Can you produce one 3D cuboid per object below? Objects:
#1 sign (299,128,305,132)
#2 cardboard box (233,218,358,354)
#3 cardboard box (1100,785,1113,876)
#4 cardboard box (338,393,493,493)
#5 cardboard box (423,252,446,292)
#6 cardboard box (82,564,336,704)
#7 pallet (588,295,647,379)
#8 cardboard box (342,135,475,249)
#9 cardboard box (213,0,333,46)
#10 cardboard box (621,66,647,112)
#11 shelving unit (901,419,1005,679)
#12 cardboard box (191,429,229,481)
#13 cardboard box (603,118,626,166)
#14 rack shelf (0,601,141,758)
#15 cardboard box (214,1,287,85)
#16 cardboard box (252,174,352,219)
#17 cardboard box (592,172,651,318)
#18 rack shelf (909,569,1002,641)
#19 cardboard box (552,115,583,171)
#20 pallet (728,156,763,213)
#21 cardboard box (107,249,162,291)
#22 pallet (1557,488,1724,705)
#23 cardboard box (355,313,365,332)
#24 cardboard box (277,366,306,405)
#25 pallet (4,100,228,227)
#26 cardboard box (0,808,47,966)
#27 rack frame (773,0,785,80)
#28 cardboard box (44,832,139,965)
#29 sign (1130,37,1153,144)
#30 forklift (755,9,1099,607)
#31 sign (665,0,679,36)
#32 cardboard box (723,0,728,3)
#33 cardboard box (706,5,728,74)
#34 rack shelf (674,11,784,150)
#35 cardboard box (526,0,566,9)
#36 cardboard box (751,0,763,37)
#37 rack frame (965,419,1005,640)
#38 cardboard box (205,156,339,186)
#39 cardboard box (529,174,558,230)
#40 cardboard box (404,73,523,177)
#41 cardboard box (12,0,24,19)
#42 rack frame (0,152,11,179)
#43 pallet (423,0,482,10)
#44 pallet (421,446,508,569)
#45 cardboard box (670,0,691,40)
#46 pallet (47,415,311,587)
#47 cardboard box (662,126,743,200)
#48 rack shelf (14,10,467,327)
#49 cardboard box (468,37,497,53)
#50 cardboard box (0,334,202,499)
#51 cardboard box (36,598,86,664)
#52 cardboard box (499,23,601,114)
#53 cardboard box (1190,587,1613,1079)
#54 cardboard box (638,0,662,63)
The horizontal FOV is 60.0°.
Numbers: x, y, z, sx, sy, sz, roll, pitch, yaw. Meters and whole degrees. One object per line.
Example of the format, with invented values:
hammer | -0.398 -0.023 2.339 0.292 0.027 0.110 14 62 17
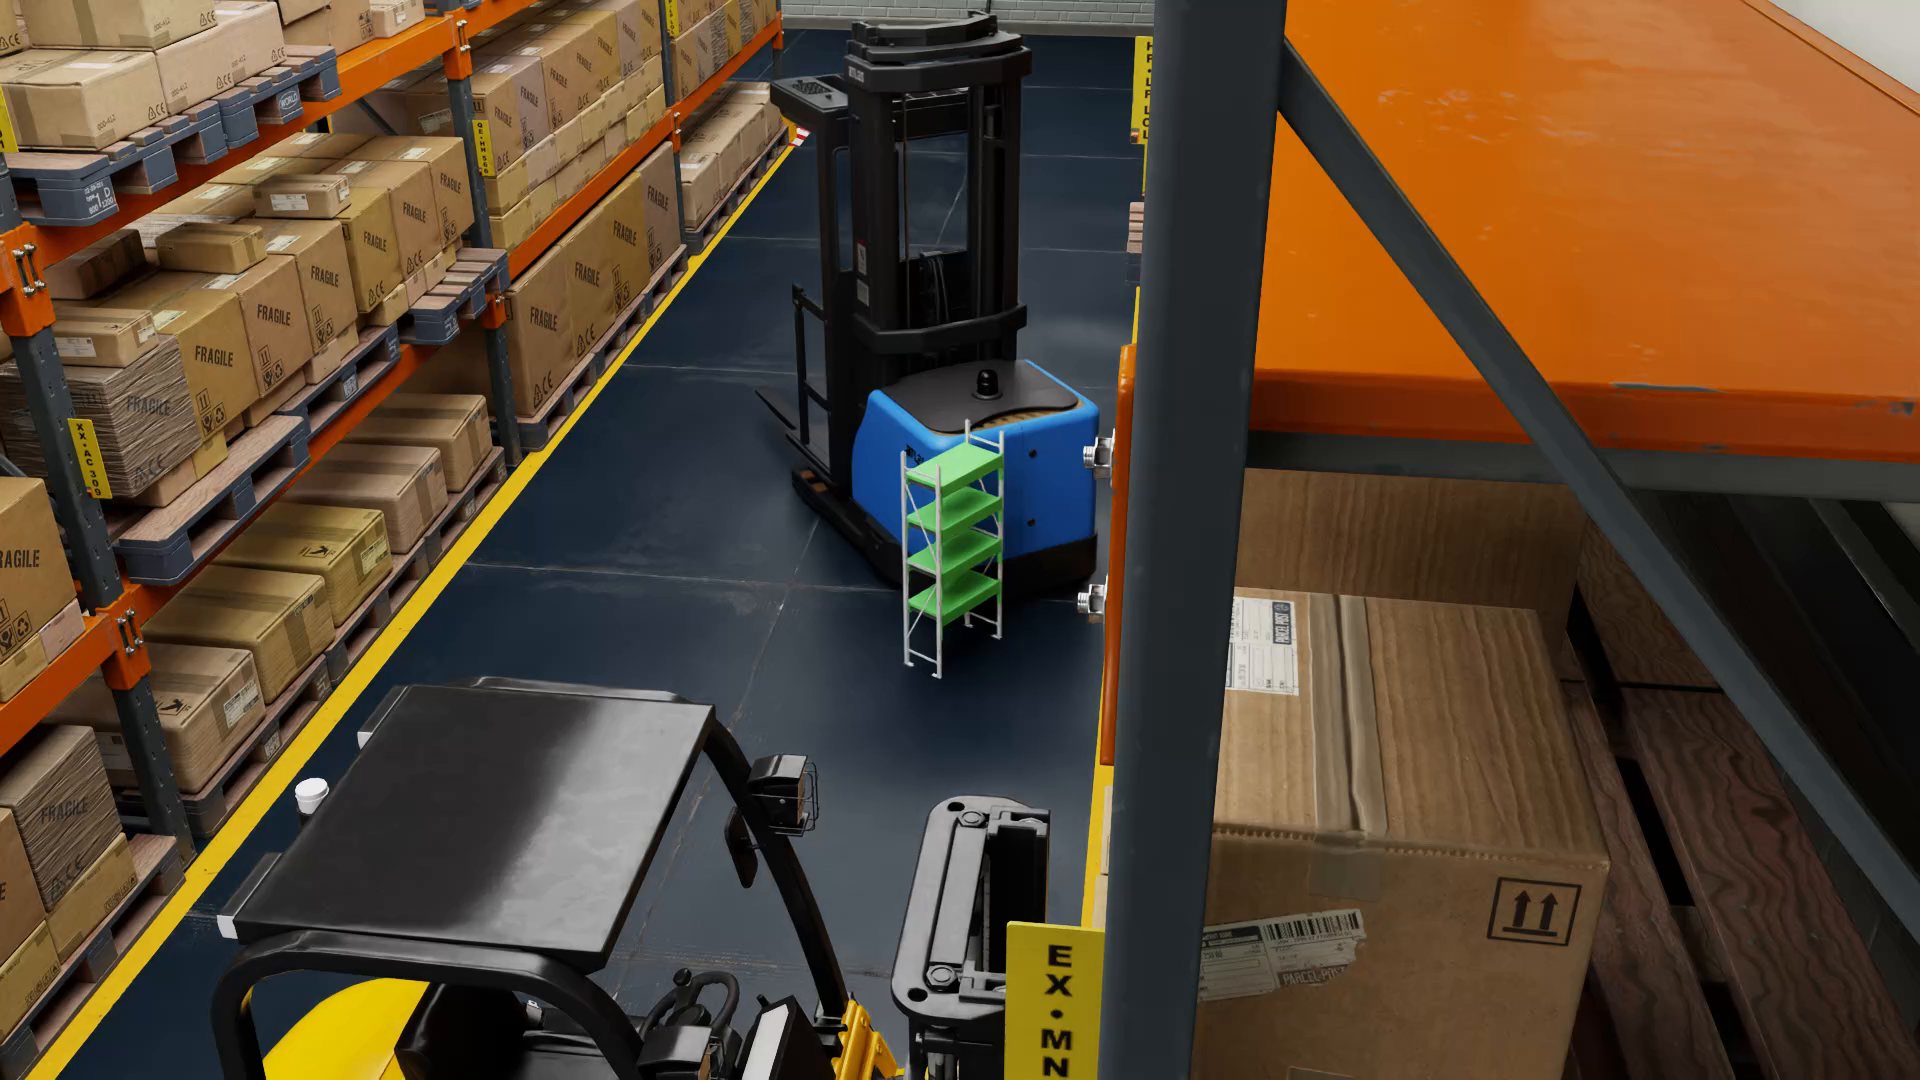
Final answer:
sign | -3.867 -2.374 9.772 0.100 0.325 0.005 3 28 6
cardboard box | -3.277 -1.224 7.998 0.500 0.500 0.500 2 28 4
cardboard box | 0.750 1.131 5.889 0.500 0.250 0.500 3 28 5
cardboard box | -3.395 -0.596 10.021 0.950 0.372 0.625 1 28 3
cardboard box | -3.070 -1.488 9.171 0.380 0.149 0.250 3 28 6
cardboard box | -3.659 0.436 8.106 0.950 0.372 0.625 5 29 9
pallet | -2.992 -1.545 12.395 1.003 0.211 1.213 3 28 6
cardboard box | -3.096 -1.963 9.369 0.500 0.500 0.500 3 28 5
cardboard box | -3.474 -2.479 7.918 0.797 0.503 0.637 3 28 6
cardboard box | -2.692 -3.413 12.553 0.500 0.250 0.500 4 29 7
shelving unit | -0.032 0.049 8.394 0.258 1.200 0.503 21 35 34
cardboard box | -3.385 -0.383 7.121 0.380 0.149 0.250 4 29 7
cardboard box | -2.775 -2.948 12.218 0.500 0.250 0.500 3 28 5
rack shelf | -4.051 1.308 4.918 1.077 0.370 4.000 3 28 6
cardboard box | -3.236 -2.118 7.072 0.500 0.250 0.500 3 28 6
cardboard box | -3.236 -1.692 8.182 0.380 0.149 0.250 2 28 4
cardboard box | -2.925 -2.243 12.549 0.875 0.875 0.875 4 29 8
rack shelf | -0.032 0.317 8.538 0.258 0.148 0.480 21 35 34
cardboard box | -2.871 -2.688 11.209 0.500 0.250 0.500 3 28 6
pallet | -2.508 -3.418 15.871 1.003 0.211 1.213 3 28 6
cardboard box | -3.848 -1.017 7.613 0.500 0.500 0.500 4 29 8
pallet | 0.890 0.031 3.461 1.003 0.211 1.213 3 28 6
cardboard box | -3.284 -1.128 8.504 0.380 0.149 0.250 4 29 7
cardboard box | -3.321 -0.756 7.813 0.380 0.149 0.250 4 29 7
pallet | -3.625 -1.472 6.356 1.213 0.211 1.003 3 28 6
cardboard box | -3.673 1.279 5.879 0.500 0.500 0.500 4 29 7
rack frame | -2.336 -5.599 16.980 1.000 3.000 0.127 3 28 6
cardboard box | -3.612 1.369 6.502 0.500 0.250 0.500 5 29 9
sign | 0.581 -1.377 5.104 0.100 0.325 0.005 3 28 6
forklift | -0.378 -1.563 9.562 1.130 2.935 3.031 -14 31 -24
sign | -2.286 -4.164 13.179 0.100 0.325 0.005 3 28 6
cardboard box | -2.321 -5.125 14.941 0.500 0.500 0.500 3 28 6
cardboard box | -2.375 -4.436 14.716 0.500 0.500 0.500 4 29 7
rack shelf | -2.581 -4.341 15.403 1.077 0.370 4.000 3 28 6
cardboard box | -3.200 -3.769 12.423 0.500 0.500 0.500 3 28 6
cardboard box | -2.208 -5.165 16.069 0.500 0.500 0.500 3 28 5
rack frame | 0.123 -0.040 8.560 0.240 1.200 0.015 21 35 34
cardboard box | -3.657 -1.749 8.972 0.500 0.500 0.500 5 29 9
cardboard box | -2.961 -2.225 10.876 0.500 0.250 0.500 3 28 5
cardboard box | -3.013 -2.535 10.134 0.500 0.500 0.500 2 28 5
cardboard box | -3.758 -2.372 7.015 0.500 0.250 0.500 4 29 7
rack frame | -3.806 -2.591 5.072 1.000 3.000 0.127 3 28 6
pallet | -3.290 -3.377 9.892 1.213 0.211 1.003 5 29 9
pallet | -3.413 -0.238 9.969 1.003 0.211 1.213 3 28 6
cardboard box | -2.527 -4.410 13.614 0.500 0.500 0.500 4 29 7
pallet | -3.568 -0.217 7.193 1.003 0.211 1.213 3 28 6
cardboard box | -2.533 -3.484 15.312 0.875 0.438 0.875 3 28 5
rack shelf | -3.561 -1.895 7.702 1.077 0.370 4.000 3 28 6
cardboard box | -3.390 -3.051 11.091 0.500 0.500 0.500 3 28 6
cardboard box | -3.464 -0.514 6.680 0.500 0.500 0.500 4 29 7
cardboard box | -3.543 0.329 6.241 0.380 0.149 0.250 3 28 6
cardboard box | -2.818 -3.249 11.459 0.500 0.500 0.500 4 29 7
cardboard box | 0.443 0.403 2.022 0.500 0.500 0.500 4 29 8
cardboard box | -2.631 -3.975 12.807 0.500 0.500 0.500 4 29 8
